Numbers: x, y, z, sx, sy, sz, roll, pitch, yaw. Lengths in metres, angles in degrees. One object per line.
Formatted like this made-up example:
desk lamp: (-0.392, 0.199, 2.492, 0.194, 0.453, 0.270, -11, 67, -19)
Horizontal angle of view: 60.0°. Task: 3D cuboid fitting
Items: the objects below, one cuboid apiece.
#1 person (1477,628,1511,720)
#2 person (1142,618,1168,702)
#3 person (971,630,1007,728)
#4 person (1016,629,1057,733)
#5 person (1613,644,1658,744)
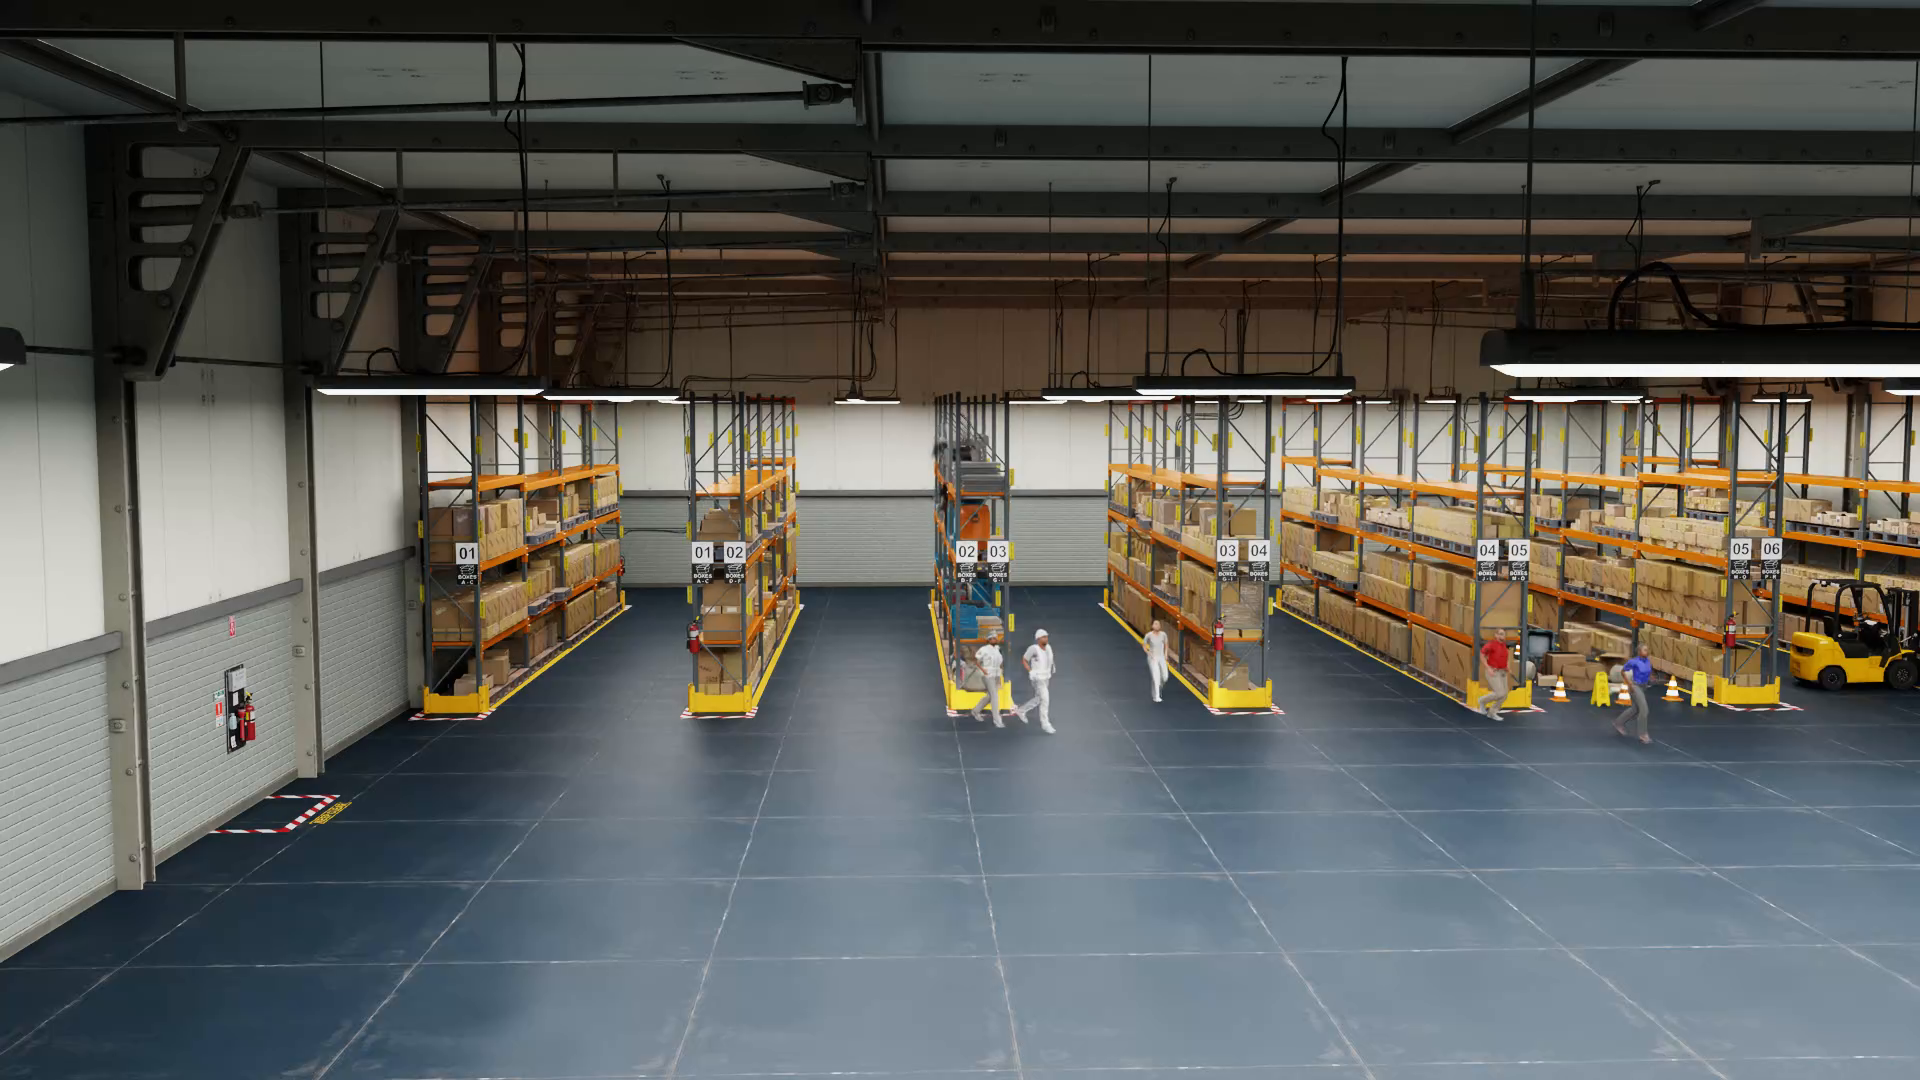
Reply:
person: (9.809, 2.454, 30.480, 0.669, 1.697, 0.562, -3, 6, -36)
person: (3.809, 2.325, 32.248, 0.541, 1.624, 0.553, -1, 5, -11)
person: (0.563, 2.489, 29.923, 0.795, 1.754, 0.617, 4, 6, 40)
person: (1.383, 2.466, 29.448, 0.887, 1.800, 0.692, 3, 6, 36)
person: (11.609, 2.659, 28.570, 0.549, 1.592, 0.796, -4, 6, -39)
